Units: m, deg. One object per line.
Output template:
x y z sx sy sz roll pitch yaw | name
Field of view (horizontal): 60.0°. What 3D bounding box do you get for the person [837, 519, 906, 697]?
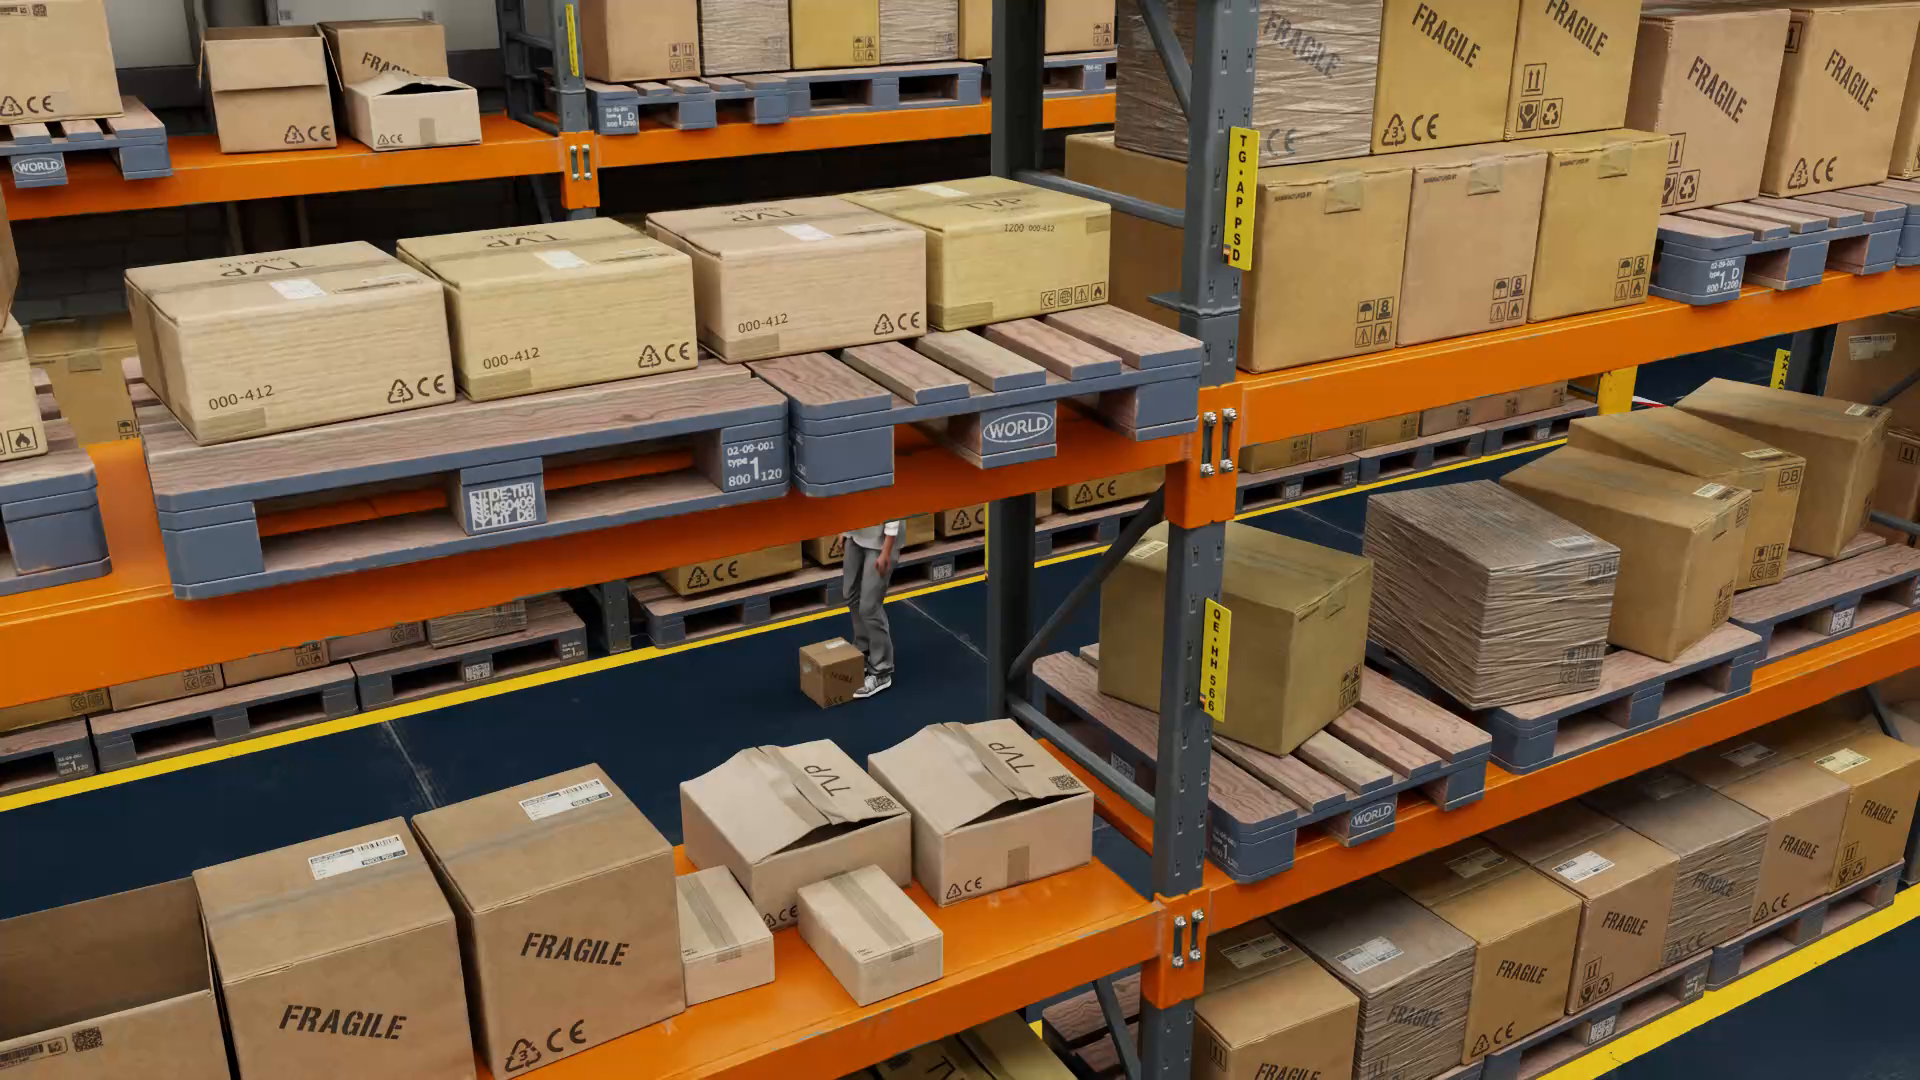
-0.480 0.023 8.549 0.376 1.590 0.466 -14 26 -31 | person
